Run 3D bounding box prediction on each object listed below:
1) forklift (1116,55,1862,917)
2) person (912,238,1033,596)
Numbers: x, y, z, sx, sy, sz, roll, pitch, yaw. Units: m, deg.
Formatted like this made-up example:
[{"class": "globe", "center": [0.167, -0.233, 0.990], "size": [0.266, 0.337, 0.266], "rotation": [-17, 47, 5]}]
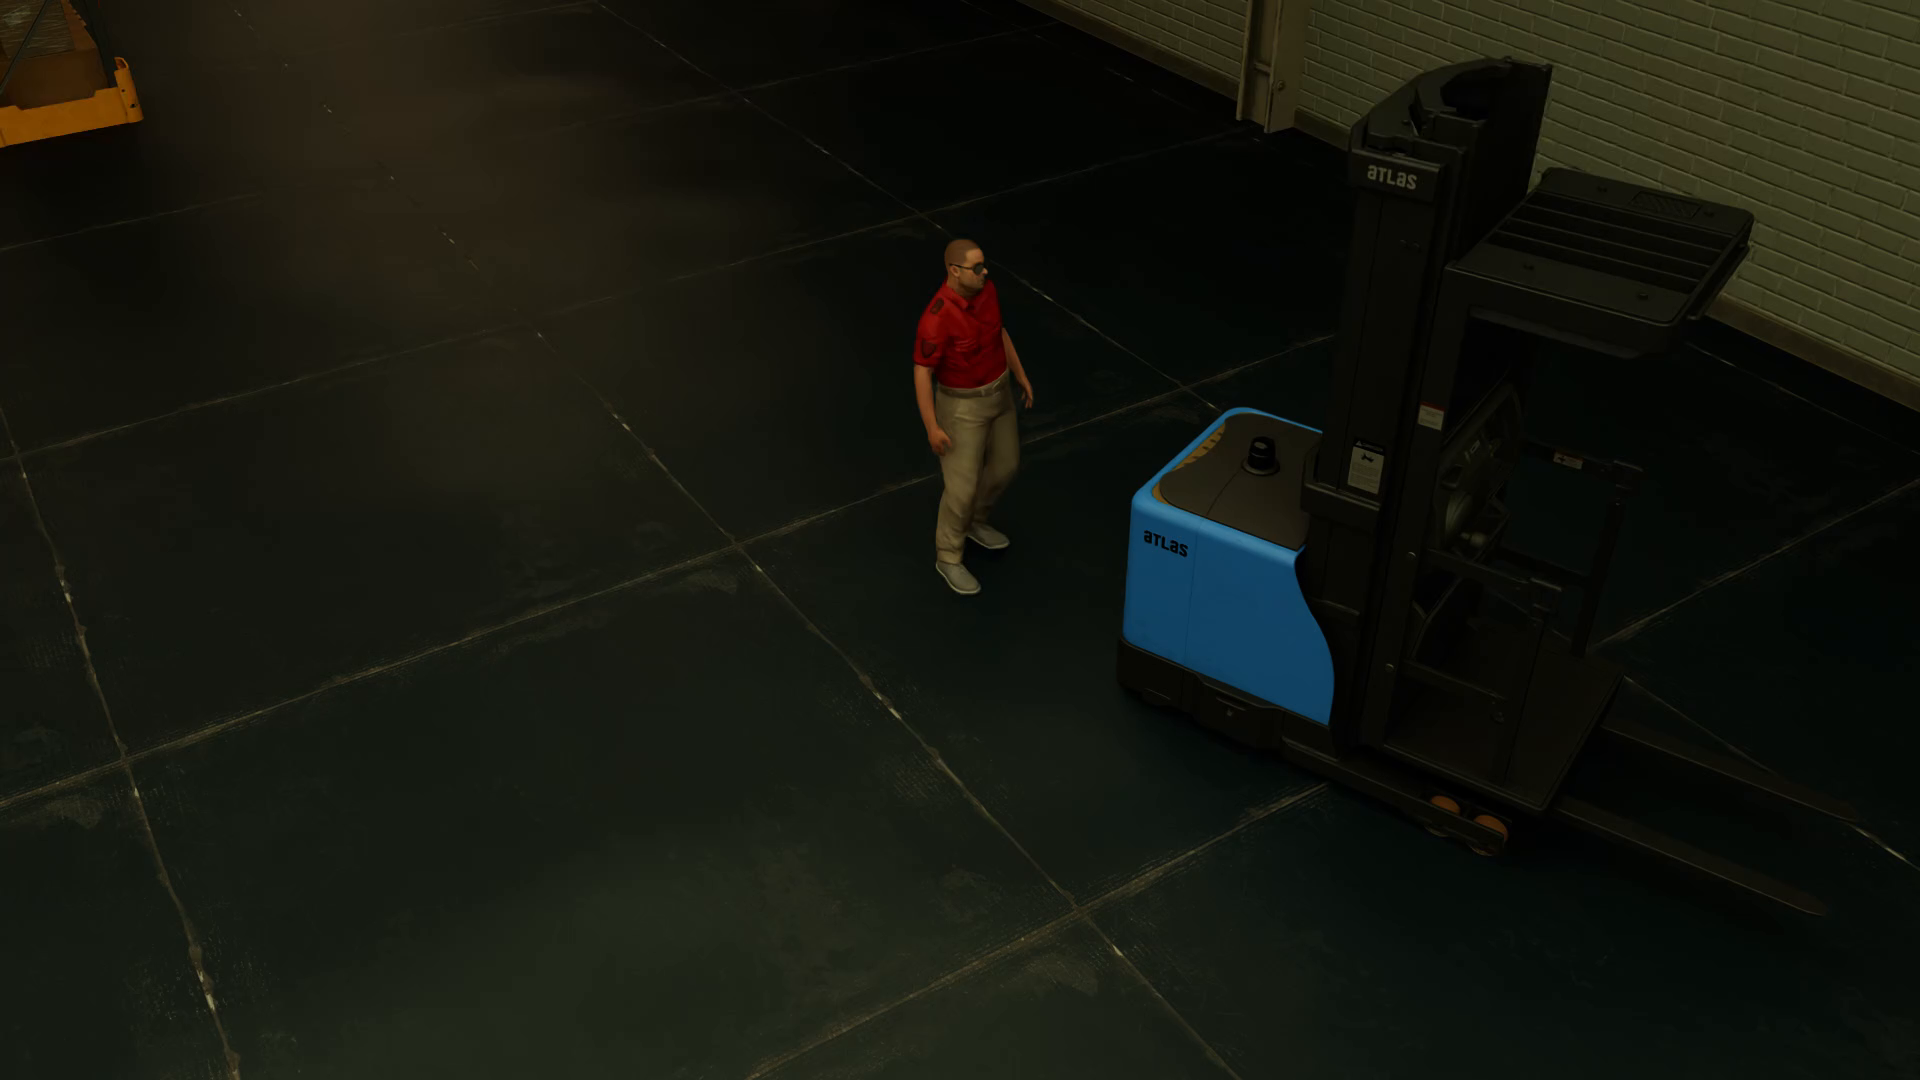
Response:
[{"class": "forklift", "center": [2.221, -0.249, 6.502], "size": [3.031, 2.935, 1.130], "rotation": [22, 41, 28]}, {"class": "person", "center": [0.090, -0.637, 8.144], "size": [0.502, 1.712, 0.713], "rotation": [25, 42, 31]}]
